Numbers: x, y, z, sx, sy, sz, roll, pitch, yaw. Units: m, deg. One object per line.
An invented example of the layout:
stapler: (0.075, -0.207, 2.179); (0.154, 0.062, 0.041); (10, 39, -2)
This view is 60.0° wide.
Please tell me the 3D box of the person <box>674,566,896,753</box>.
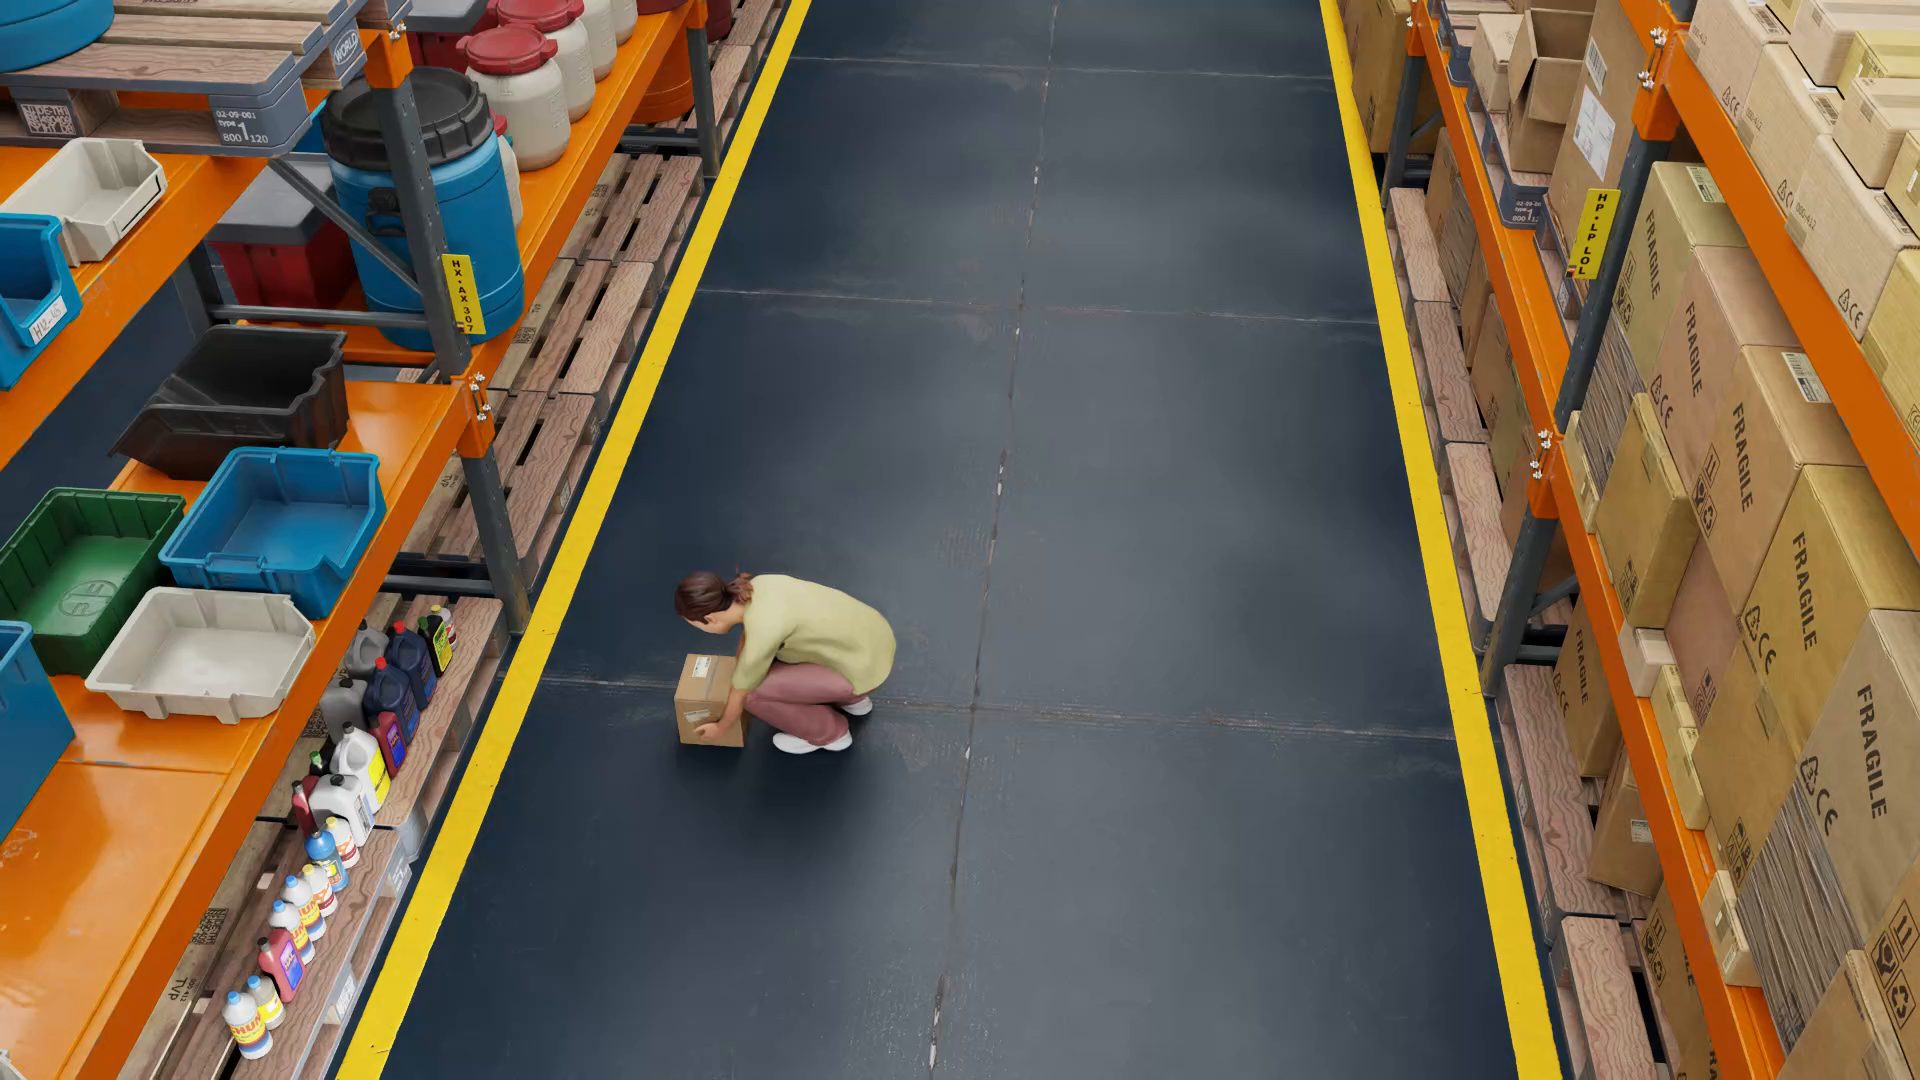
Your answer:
person: (-0.649, 0.433, 6.320); (0.801, 0.810, 0.485); (3, 40, 4)
